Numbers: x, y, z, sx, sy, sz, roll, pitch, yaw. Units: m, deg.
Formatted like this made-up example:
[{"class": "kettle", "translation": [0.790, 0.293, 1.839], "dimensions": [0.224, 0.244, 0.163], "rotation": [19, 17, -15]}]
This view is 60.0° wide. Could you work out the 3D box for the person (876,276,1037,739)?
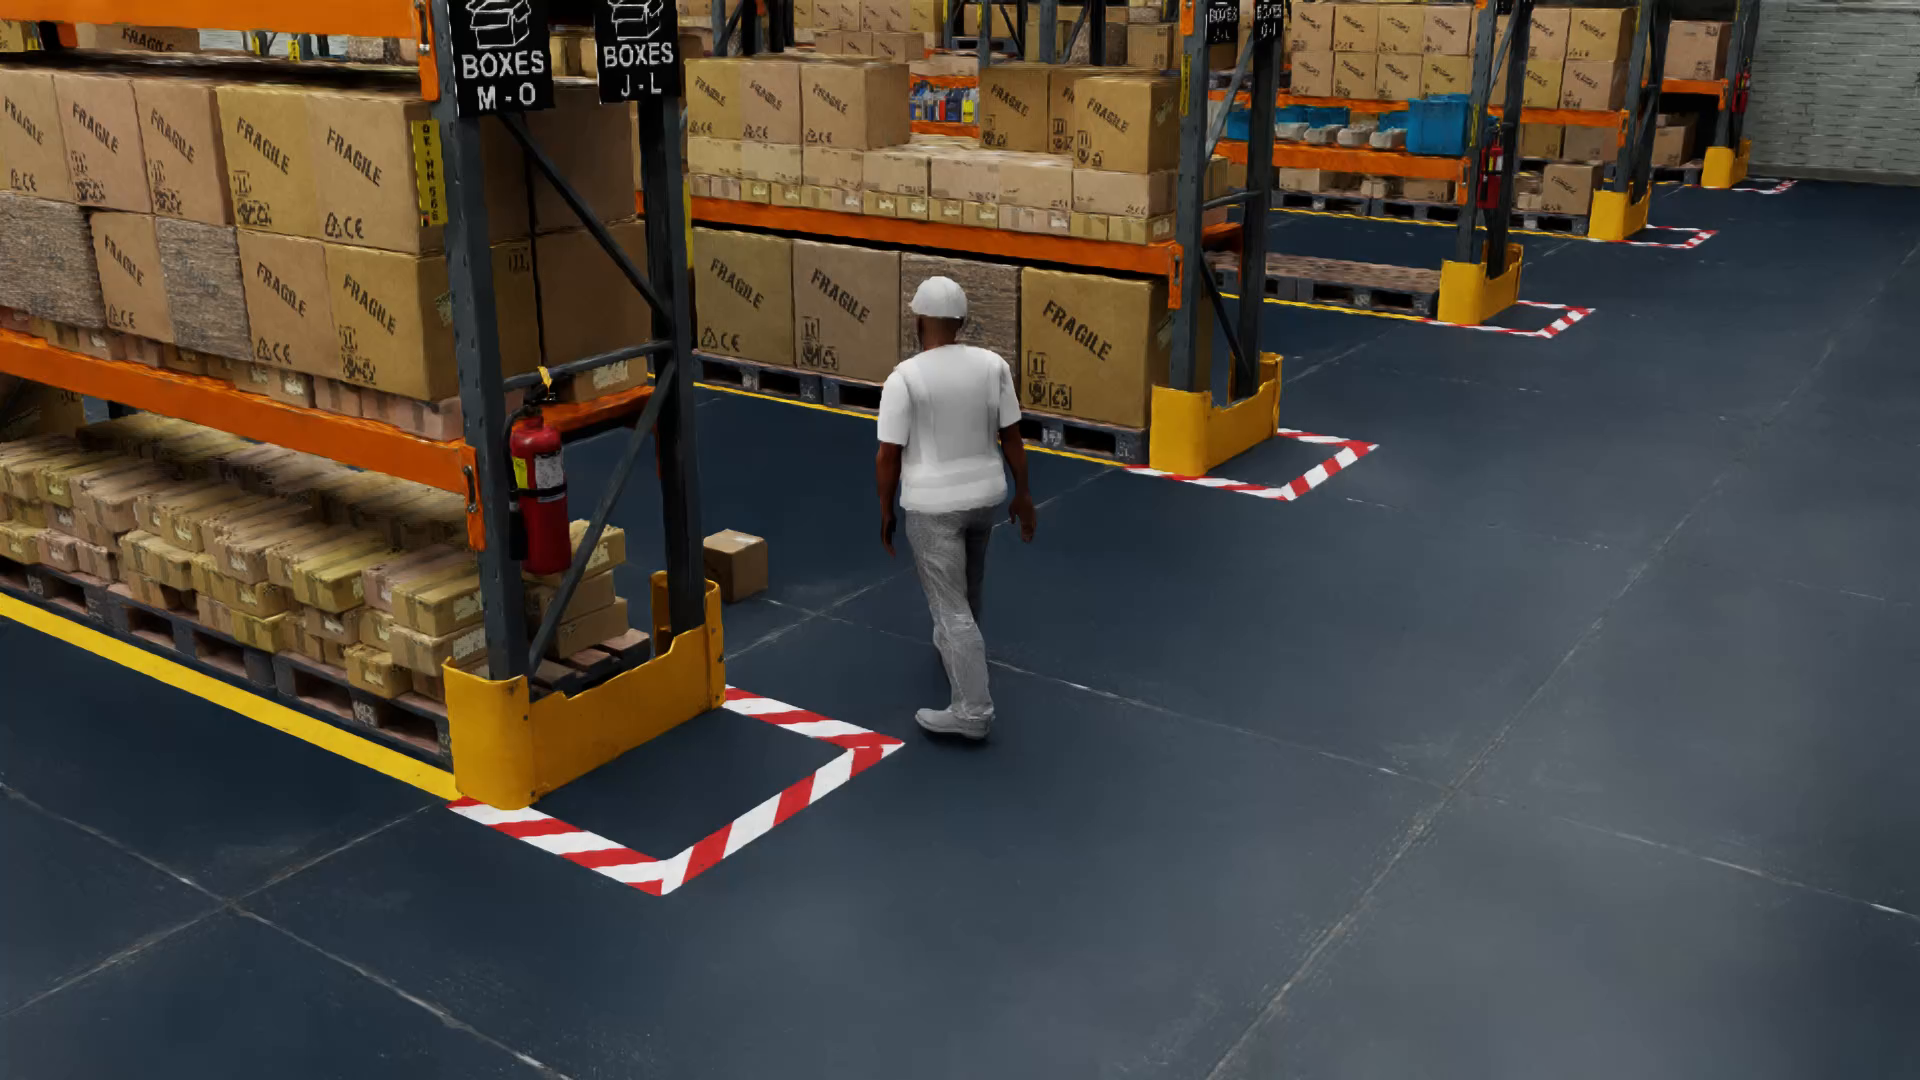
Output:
[{"class": "person", "translation": [-0.061, -0.173, 6.533], "dimensions": [0.619, 1.725, 0.910], "rotation": [-11, 22, -27]}]
